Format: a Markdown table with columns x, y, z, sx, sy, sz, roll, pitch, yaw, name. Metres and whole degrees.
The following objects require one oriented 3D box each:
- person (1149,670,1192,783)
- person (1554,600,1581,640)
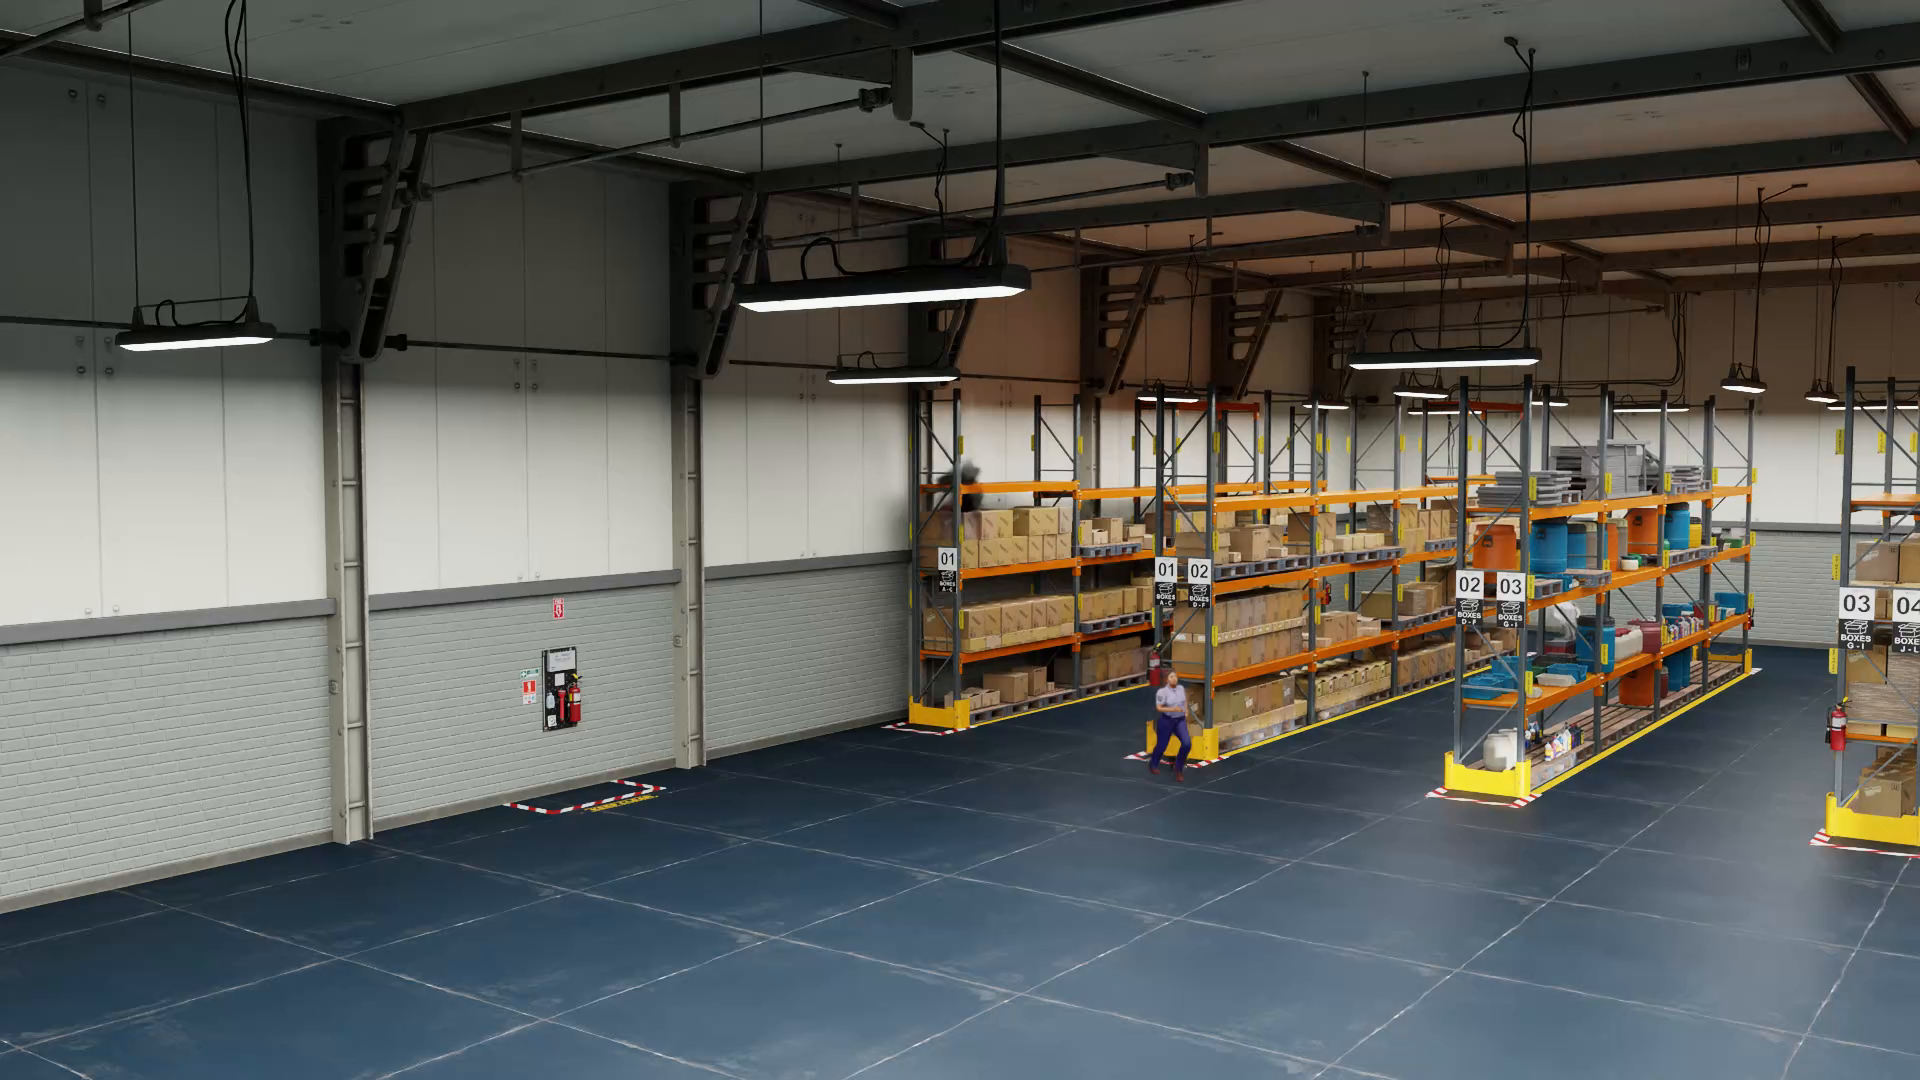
| x | y | z | sx | sy | sz | roll | pitch | yaw | name |
| --- | --- | --- | --- | --- | --- | --- | --- | --- | --- |
| 3.156 | 2.762 | 24.722 | 0.611 | 1.657 | 0.854 | -1 | 3 | -19 | person |
| 14.180 | 1.973 | 38.752 | 0.651 | 1.678 | 0.735 | 0 | 3 | -1 | person |
